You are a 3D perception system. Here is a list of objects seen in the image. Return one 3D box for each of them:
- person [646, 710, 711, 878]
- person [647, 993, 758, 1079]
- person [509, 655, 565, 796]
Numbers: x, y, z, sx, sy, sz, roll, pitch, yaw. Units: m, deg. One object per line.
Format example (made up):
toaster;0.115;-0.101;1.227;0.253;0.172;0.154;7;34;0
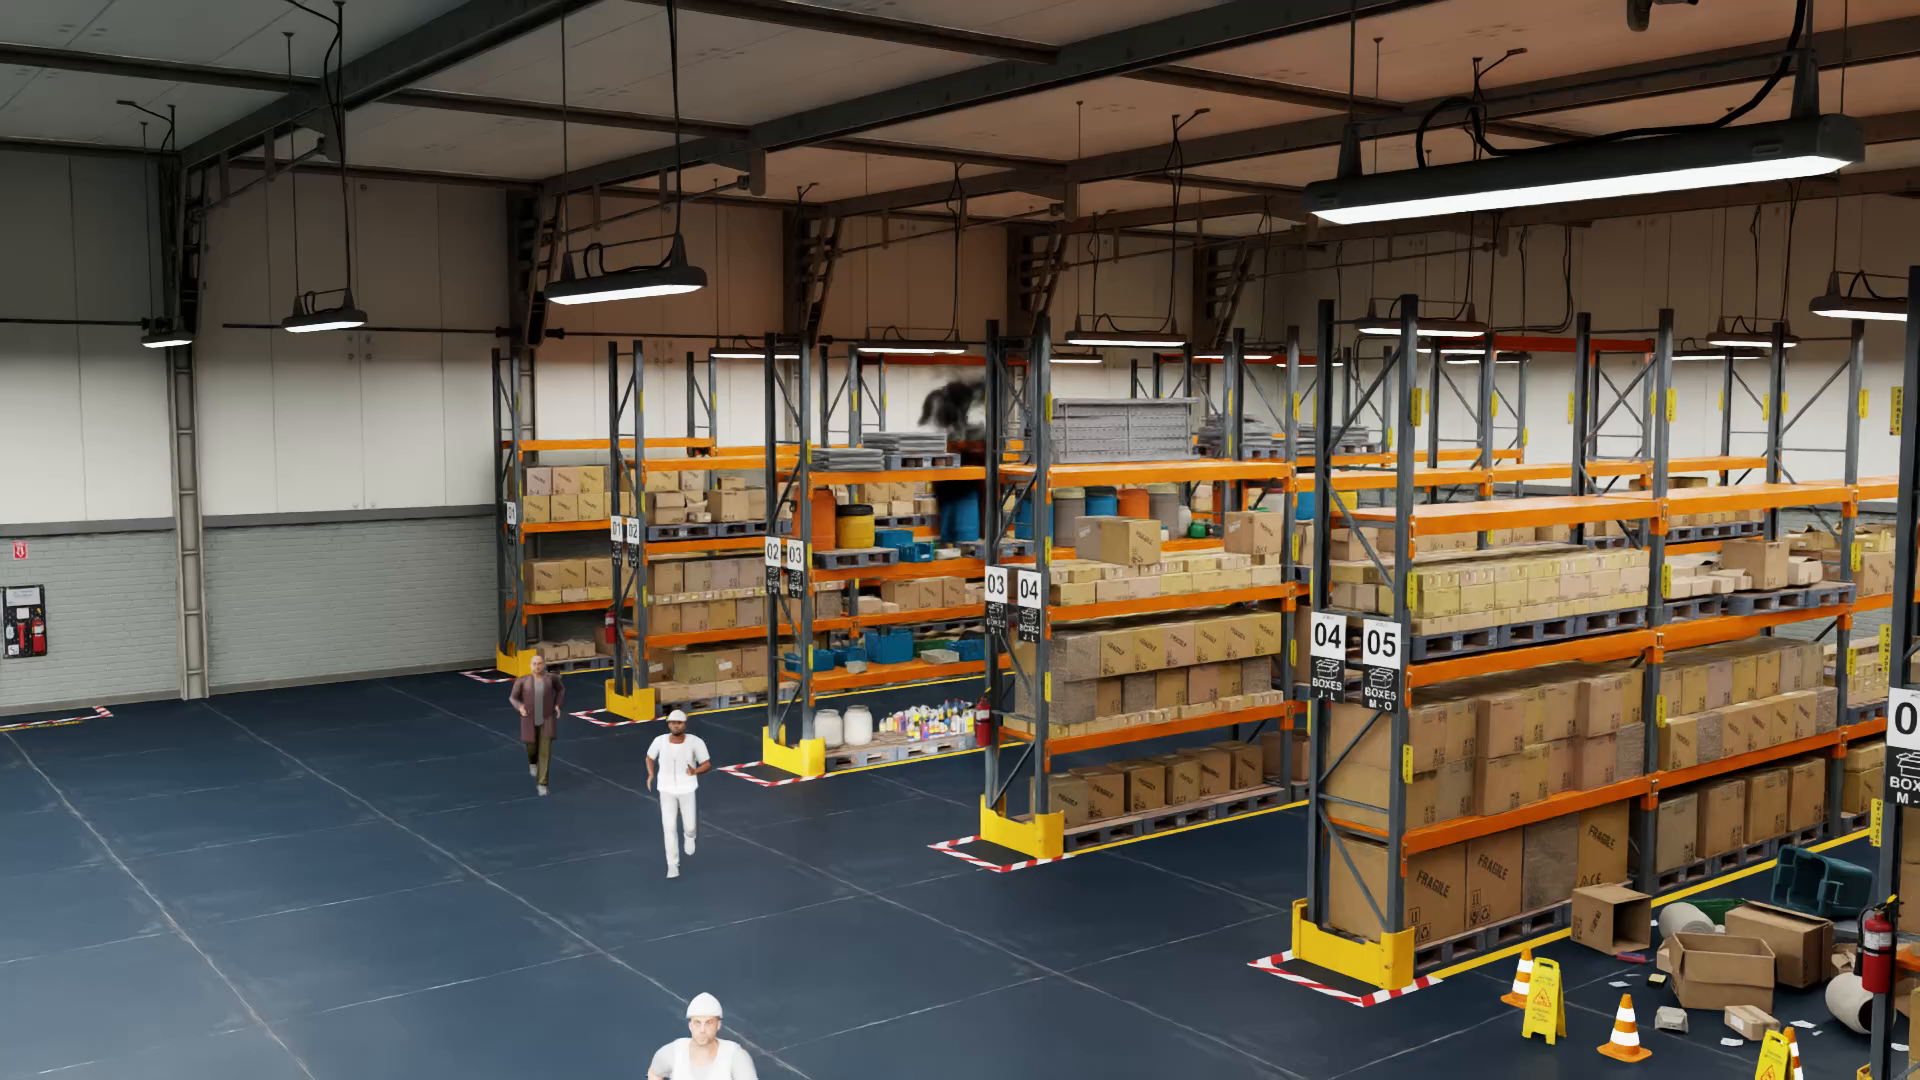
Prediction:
person;-3.057;2.705;18.021;0.713;1.747;0.931;0;5;-5
person;-1.451;3.454;9.356;0.641;1.817;0.733;-1;5;-8
person;-5.508;2.381;21.717;0.716;1.771;0.990;-1;5;-16
